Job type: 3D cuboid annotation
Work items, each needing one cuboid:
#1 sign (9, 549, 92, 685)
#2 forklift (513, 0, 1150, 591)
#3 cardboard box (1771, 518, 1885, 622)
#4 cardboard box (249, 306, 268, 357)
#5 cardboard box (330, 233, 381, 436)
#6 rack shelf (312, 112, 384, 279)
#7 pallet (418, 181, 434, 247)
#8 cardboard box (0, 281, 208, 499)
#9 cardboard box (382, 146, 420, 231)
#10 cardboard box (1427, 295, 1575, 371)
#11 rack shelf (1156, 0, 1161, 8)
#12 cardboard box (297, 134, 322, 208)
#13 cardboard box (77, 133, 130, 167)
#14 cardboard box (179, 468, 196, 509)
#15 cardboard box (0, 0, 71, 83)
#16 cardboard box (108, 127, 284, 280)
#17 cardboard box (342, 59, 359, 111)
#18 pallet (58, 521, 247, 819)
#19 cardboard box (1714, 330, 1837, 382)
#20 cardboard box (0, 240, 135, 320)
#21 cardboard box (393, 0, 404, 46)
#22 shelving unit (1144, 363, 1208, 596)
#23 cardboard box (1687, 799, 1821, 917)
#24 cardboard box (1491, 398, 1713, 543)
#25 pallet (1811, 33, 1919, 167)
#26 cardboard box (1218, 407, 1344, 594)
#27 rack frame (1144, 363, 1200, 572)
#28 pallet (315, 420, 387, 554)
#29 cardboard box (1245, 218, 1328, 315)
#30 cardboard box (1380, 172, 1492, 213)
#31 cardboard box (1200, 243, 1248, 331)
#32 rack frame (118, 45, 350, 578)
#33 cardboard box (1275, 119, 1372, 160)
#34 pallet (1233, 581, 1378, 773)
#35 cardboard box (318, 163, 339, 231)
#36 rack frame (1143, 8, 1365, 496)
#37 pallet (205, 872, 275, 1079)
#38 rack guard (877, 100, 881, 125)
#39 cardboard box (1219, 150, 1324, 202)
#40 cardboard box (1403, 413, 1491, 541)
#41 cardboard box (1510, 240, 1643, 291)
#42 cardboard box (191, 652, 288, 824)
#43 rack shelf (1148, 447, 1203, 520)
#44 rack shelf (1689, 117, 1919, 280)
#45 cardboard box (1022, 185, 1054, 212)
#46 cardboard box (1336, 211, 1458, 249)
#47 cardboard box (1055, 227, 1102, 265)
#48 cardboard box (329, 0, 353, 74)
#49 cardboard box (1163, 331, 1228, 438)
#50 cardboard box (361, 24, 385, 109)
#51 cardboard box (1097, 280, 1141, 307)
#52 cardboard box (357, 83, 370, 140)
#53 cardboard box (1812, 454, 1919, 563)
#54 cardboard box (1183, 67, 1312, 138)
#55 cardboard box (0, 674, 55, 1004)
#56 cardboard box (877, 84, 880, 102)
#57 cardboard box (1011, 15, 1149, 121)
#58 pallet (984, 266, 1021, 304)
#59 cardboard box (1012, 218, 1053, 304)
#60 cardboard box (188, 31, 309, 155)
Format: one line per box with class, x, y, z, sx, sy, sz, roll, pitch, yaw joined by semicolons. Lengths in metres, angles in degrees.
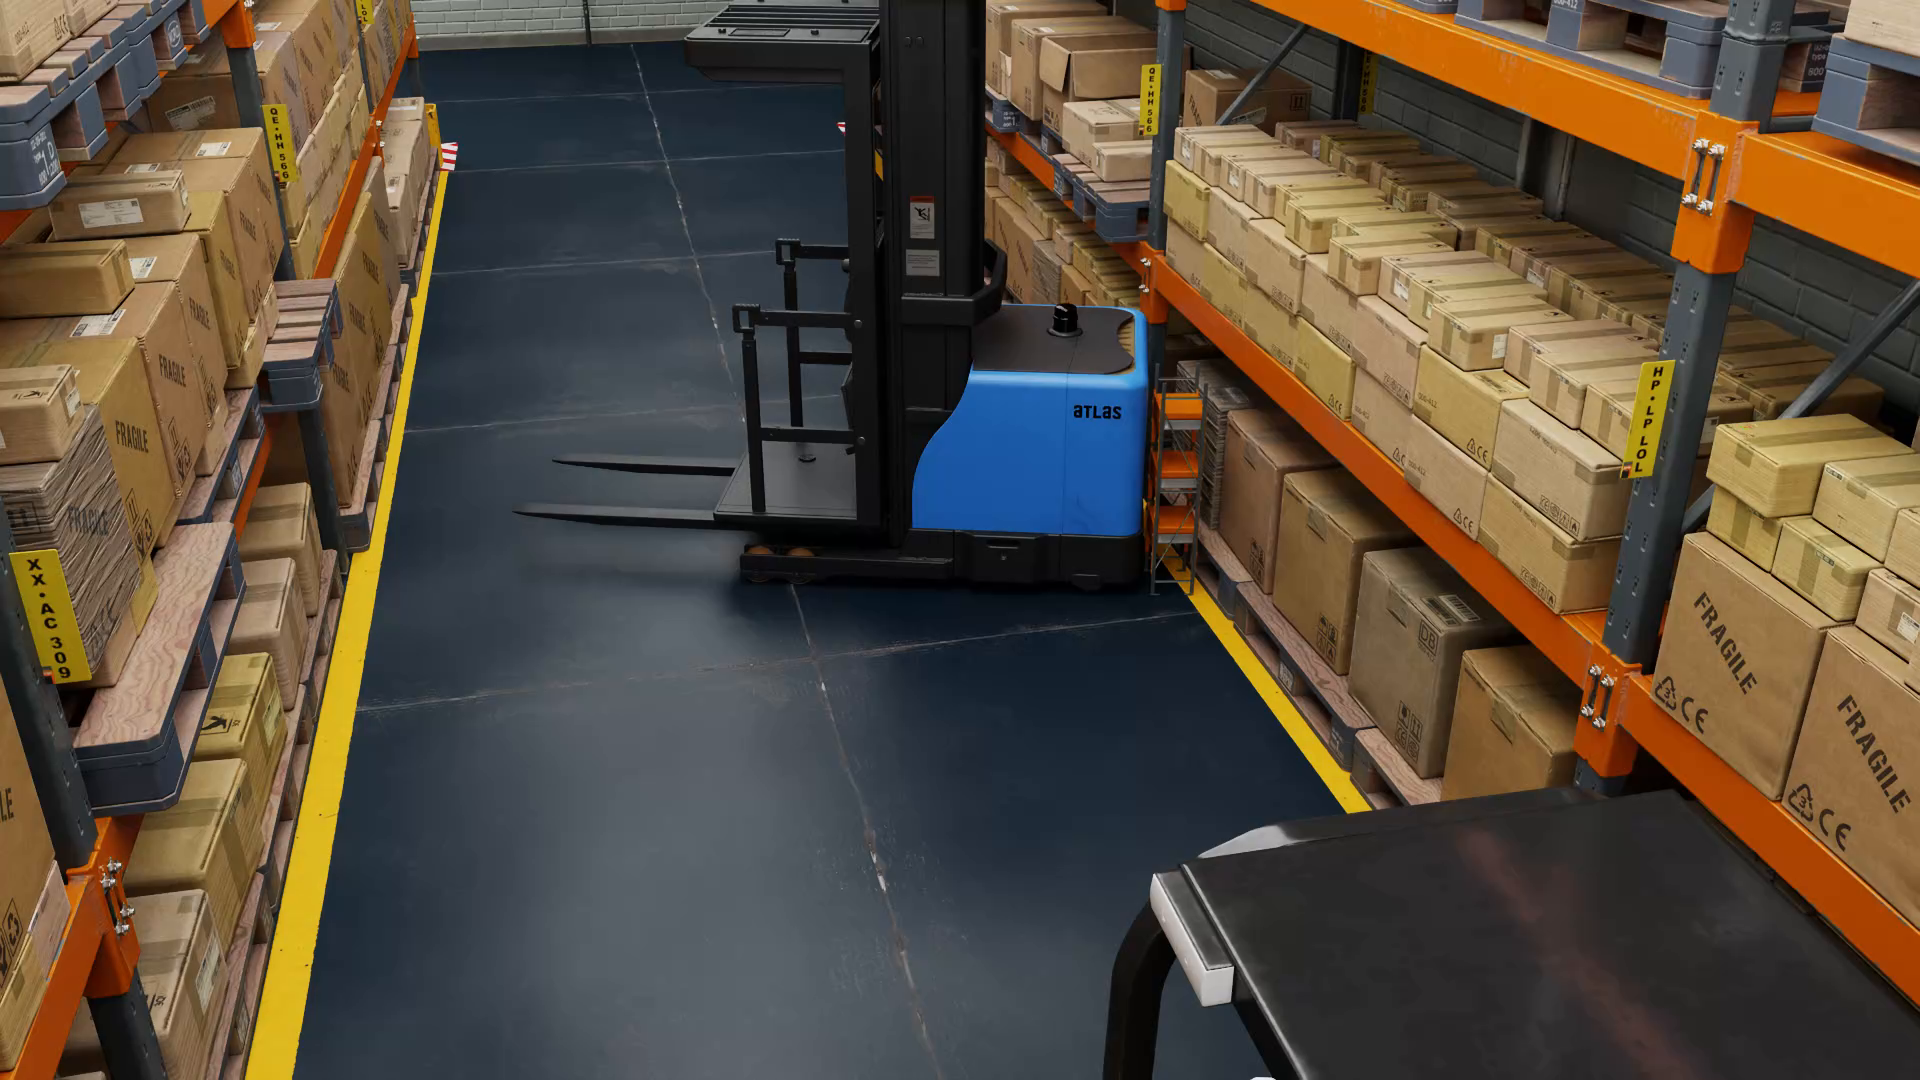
sign;-1.983;0.170;3.623;0.100;0.325;0.005;-6;27;-12
forklift;-0.624;-1.335;7.641;3.031;2.935;1.130;2;27;5
cardboard box;2.200;0.055;3.980;0.380;0.149;0.250;-5;27;-10
cardboard box;-2.828;-0.768;6.256;0.380;0.149;0.250;-7;28;-14
cardboard box;-3.683;-1.083;8.960;0.875;0.875;0.875;-6;27;-11
rack shelf;-3.863;-1.698;9.083;1.077;0.370;4.000;-6;27;-12
pallet;-4.687;-2.530;13.029;1.003;0.211;1.213;-6;27;-12
cardboard box;-2.548;-0.423;4.852;0.500;0.500;0.500;-6;27;-12
cardboard box;-4.553;-2.620;12.489;0.875;0.438;0.875;-7;28;-13
cardboard box;1.763;-0.678;5.434;0.380;0.149;0.250;-7;28;-13
rack shelf;0.973;-3.542;9.409;1.077;0.370;4.000;-6;27;-12
cardboard box;-3.401;-1.772;8.043;0.500;0.250;0.500;-5;27;-10
cardboard box;-3.536;-1.285;6.559;0.500;0.500;0.500;-7;28;-13
cardboard box;-2.584;-0.188;5.106;0.380;0.149;0.250;-6;27;-11
cardboard box;-2.251;-1.142;3.554;0.500;0.250;0.500;-7;28;-13
cardboard box;-3.039;-1.334;6.658;0.500;0.500;0.500;-7;28;-13
cardboard box;-3.857;-2.666;9.814;0.500;0.250;0.500;-5;27;-10
pallet;-2.541;0.351;4.439;1.003;0.211;1.213;-6;27;-12
cardboard box;2.445;-0.524;5.128;0.380;0.149;0.250;-7;28;-13
cardboard box;-2.617;-0.748;4.776;0.380;0.149;0.250;-4;27;-9
cardboard box;-4.624;-4.066;12.866;0.500;0.500;0.500;-5;27;-10
shelving unit;0.983;-0.269;7.610;0.215;1.050;0.252;0;26;-1
cardboard box;2.128;0.947;4.520;0.500;0.250;0.500;-6;27;-12
cardboard box;1.965;-0.236;5.001;0.500;0.250;0.500;-7;28;-13
pallet;2.542;-0.818;3.312;1.003;0.211;1.213;-6;27;-12
cardboard box;1.705;-0.213;7.512;0.875;0.625;0.625;-5;27;-10
rack frame;0.981;-0.323;7.720;0.200;1.050;0.008;0;26;-1
pallet;-3.516;-0.250;8.510;1.003;0.211;1.213;-6;27;-12
cardboard box;1.497;-1.132;6.775;0.500;0.250;0.500;-7;28;-13
cardboard box;1.967;-1.412;6.887;0.380;0.149;0.250;-6;27;-12
cardboard box;1.394;-1.139;7.343;0.500;0.250;0.500;-7;28;-13
rack frame;-3.412;-1.141;7.181;1.000;3.000;0.127;-6;27;-12
cardboard box;1.694;-1.858;7.772;0.380;0.149;0.250;-5;27;-10
pallet;1.842;0.498;7.029;1.003;0.211;1.213;-6;27;-12
cardboard box;-3.522;-1.769;8.592;0.500;0.250;0.500;-5;27;-10
rack frame;1.423;-1.646;8.183;1.000;3.000;0.127;-6;27;-12
pallet;-2.687;1.518;5.007;1.003;0.211;1.213;-6;27;-12
rack guard;-0.362;-4.009;15.638;1.175;0.500;0.348;-6;27;-12
cardboard box;1.352;-1.584;7.228;0.380;0.149;0.250;-5;27;-10
cardboard box;1.838;-0.238;5.560;0.500;0.250;0.500;-6;27;-12
cardboard box;2.219;-0.966;6.004;0.380;0.149;0.250;-6;27;-12
cardboard box;-2.955;0.750;5.884;0.950;0.372;0.625;-5;27;-10
rack shelf;0.983;-0.260;7.615;0.215;0.259;0.240;0;26;-1
rack shelf;2.776;-0.030;2.451;1.077;0.370;4.000;-6;27;-12
cardboard box;0.625;-2.235;10.937;0.380;0.149;0.250;-6;27;-12
cardboard box;1.662;-1.141;6.351;0.380;0.149;0.250;-6;27;-12
cardboard box;0.794;-1.784;10.043;0.380;0.149;0.250;-7;28;-14
cardboard box;-3.844;-2.991;9.626;0.500;0.500;0.500;-5;27;-11
cardboard box;1.119;-0.882;8.976;0.500;0.500;0.500;-5;27;-10
cardboard box;-4.164;-3.174;11.099;0.500;0.500;0.500;-5;27;-10
cardboard box;0.974;-1.315;9.115;0.380;0.149;0.250;-7;28;-14
cardboard box;-3.967;-2.659;10.355;0.500;0.250;0.500;-7;28;-13
cardboard box;2.272;-0.084;3.926;0.380;0.149;0.250;-6;27;-11
cardboard box;1.460;-2.120;8.545;0.500;0.500;0.500;-5;27;-9
cardboard box;-2.168;0.608;3.276;0.500;0.500;0.500;-7;28;-13
cardboard box;-0.334;-3.953;15.058;0.797;0.503;0.637;-7;28;-14
cardboard box;0.707;-2.828;9.946;0.700;0.500;0.500;-6;27;-12
pallet;0.742;-1.804;11.591;1.003;0.211;1.213;-6;27;-12
cardboard box;0.649;-1.787;10.769;0.500;0.500;0.500;-7;28;-13
cardboard box;-3.406;-2.090;7.841;0.500;0.500;0.500;-6;27;-11
